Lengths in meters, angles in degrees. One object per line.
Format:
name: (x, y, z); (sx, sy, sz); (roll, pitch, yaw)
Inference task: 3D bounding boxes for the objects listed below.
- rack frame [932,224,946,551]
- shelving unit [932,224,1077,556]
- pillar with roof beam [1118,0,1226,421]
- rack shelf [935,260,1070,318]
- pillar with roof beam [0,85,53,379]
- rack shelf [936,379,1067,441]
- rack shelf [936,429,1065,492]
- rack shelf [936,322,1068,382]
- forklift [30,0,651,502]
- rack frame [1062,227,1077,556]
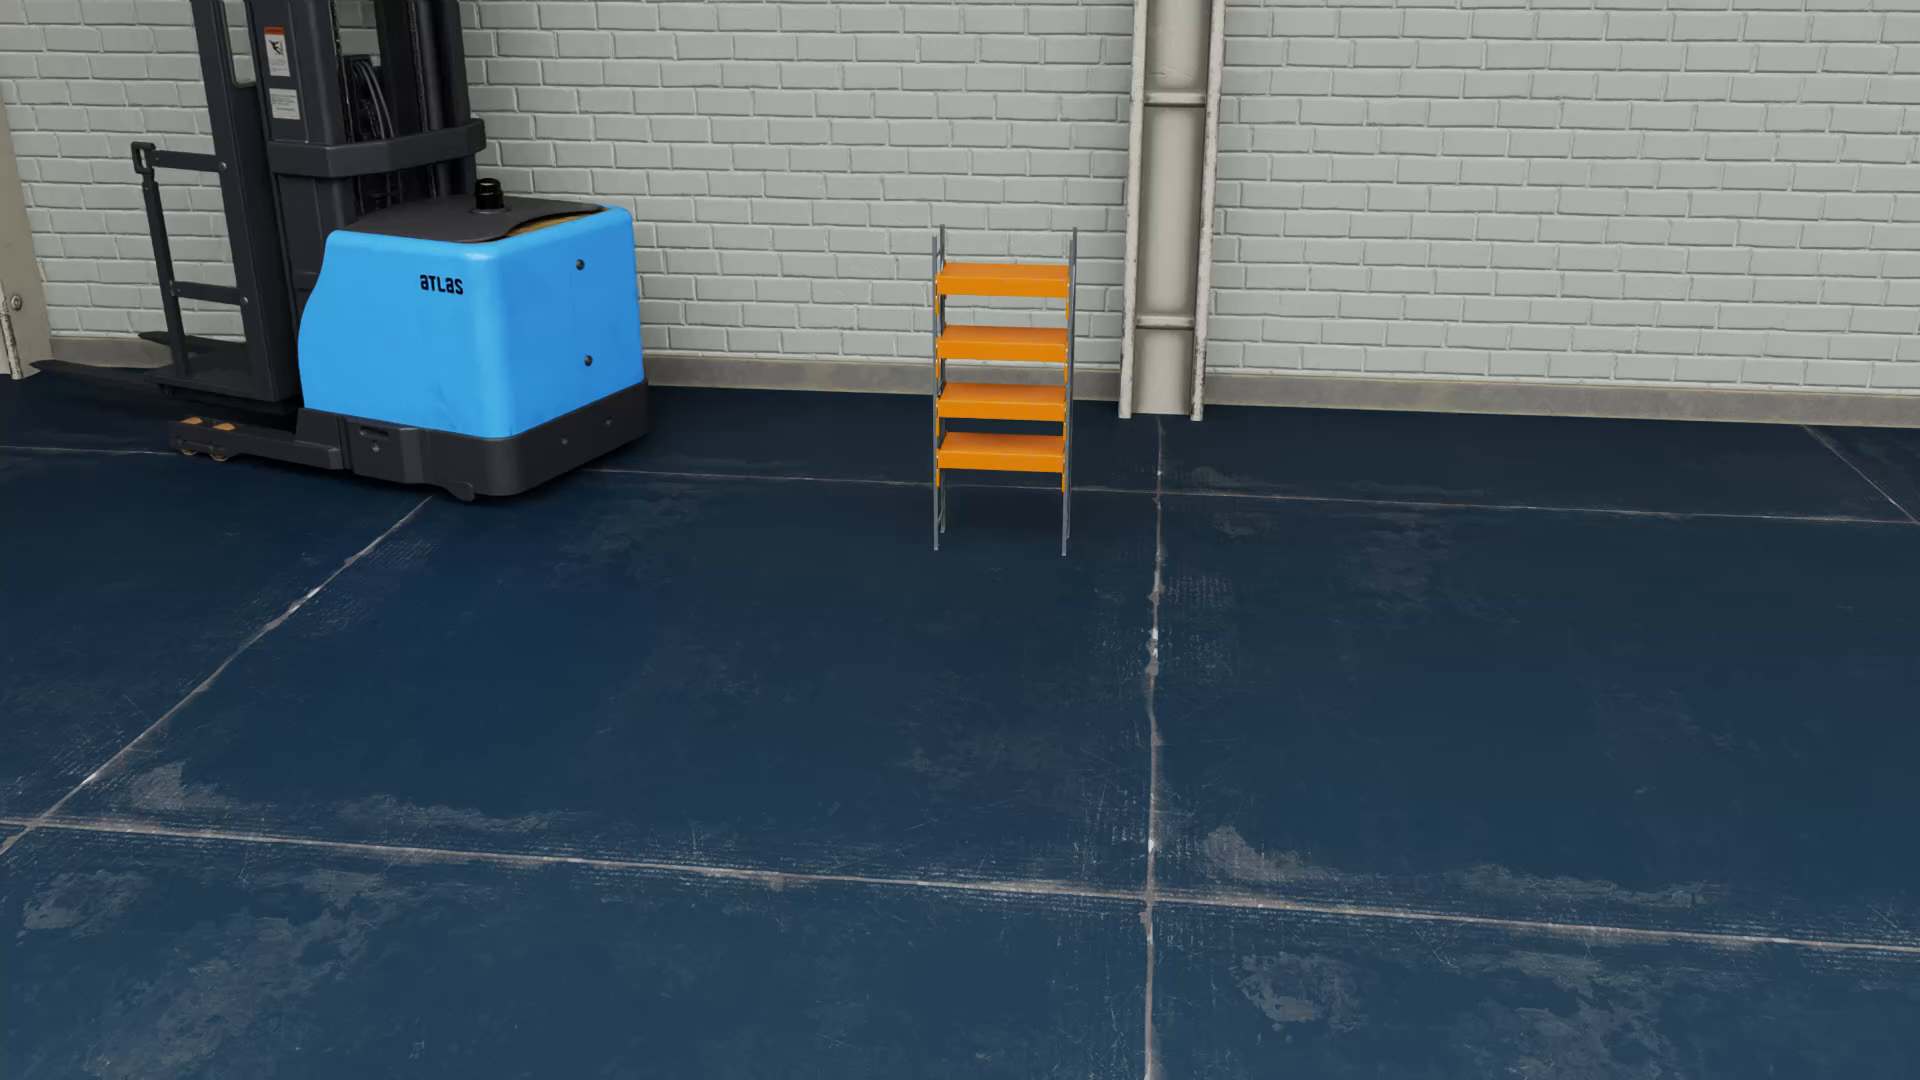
rack frame: (-0.078, -0.561, 6.228); (0.015, 1.200, 0.240); (2, 22, 6)
shelving unit: (0.164, -0.551, 6.201); (0.503, 1.200, 0.258); (2, 22, 6)
pillar with roof beam: (0.462, -3.242, 2.401); (0.400, 9.000, 9.100); (2, 22, 6)
rack shelf: (0.164, -0.916, 6.057); (0.480, 0.148, 0.258); (2, 22, 6)
pillar with roof beam: (-5.496, -3.502, 3.058); (0.400, 9.000, 9.100); (2, 22, 6)
rack shelf: (0.164, -0.488, 6.226); (0.480, 0.148, 0.258); (2, 22, 6)
rack shelf: (0.164, -0.304, 6.299); (0.480, 0.148, 0.258); (2, 22, 6)
rack shelf: (0.164, -0.696, 6.144); (0.480, 0.148, 0.258); (2, 22, 6)
forklift: (-2.948, -1.871, 7.187); (3.031, 2.935, 1.130); (10, 24, 24)
rack frame: (0.407, -0.540, 6.174); (0.015, 1.200, 0.240); (2, 22, 6)
